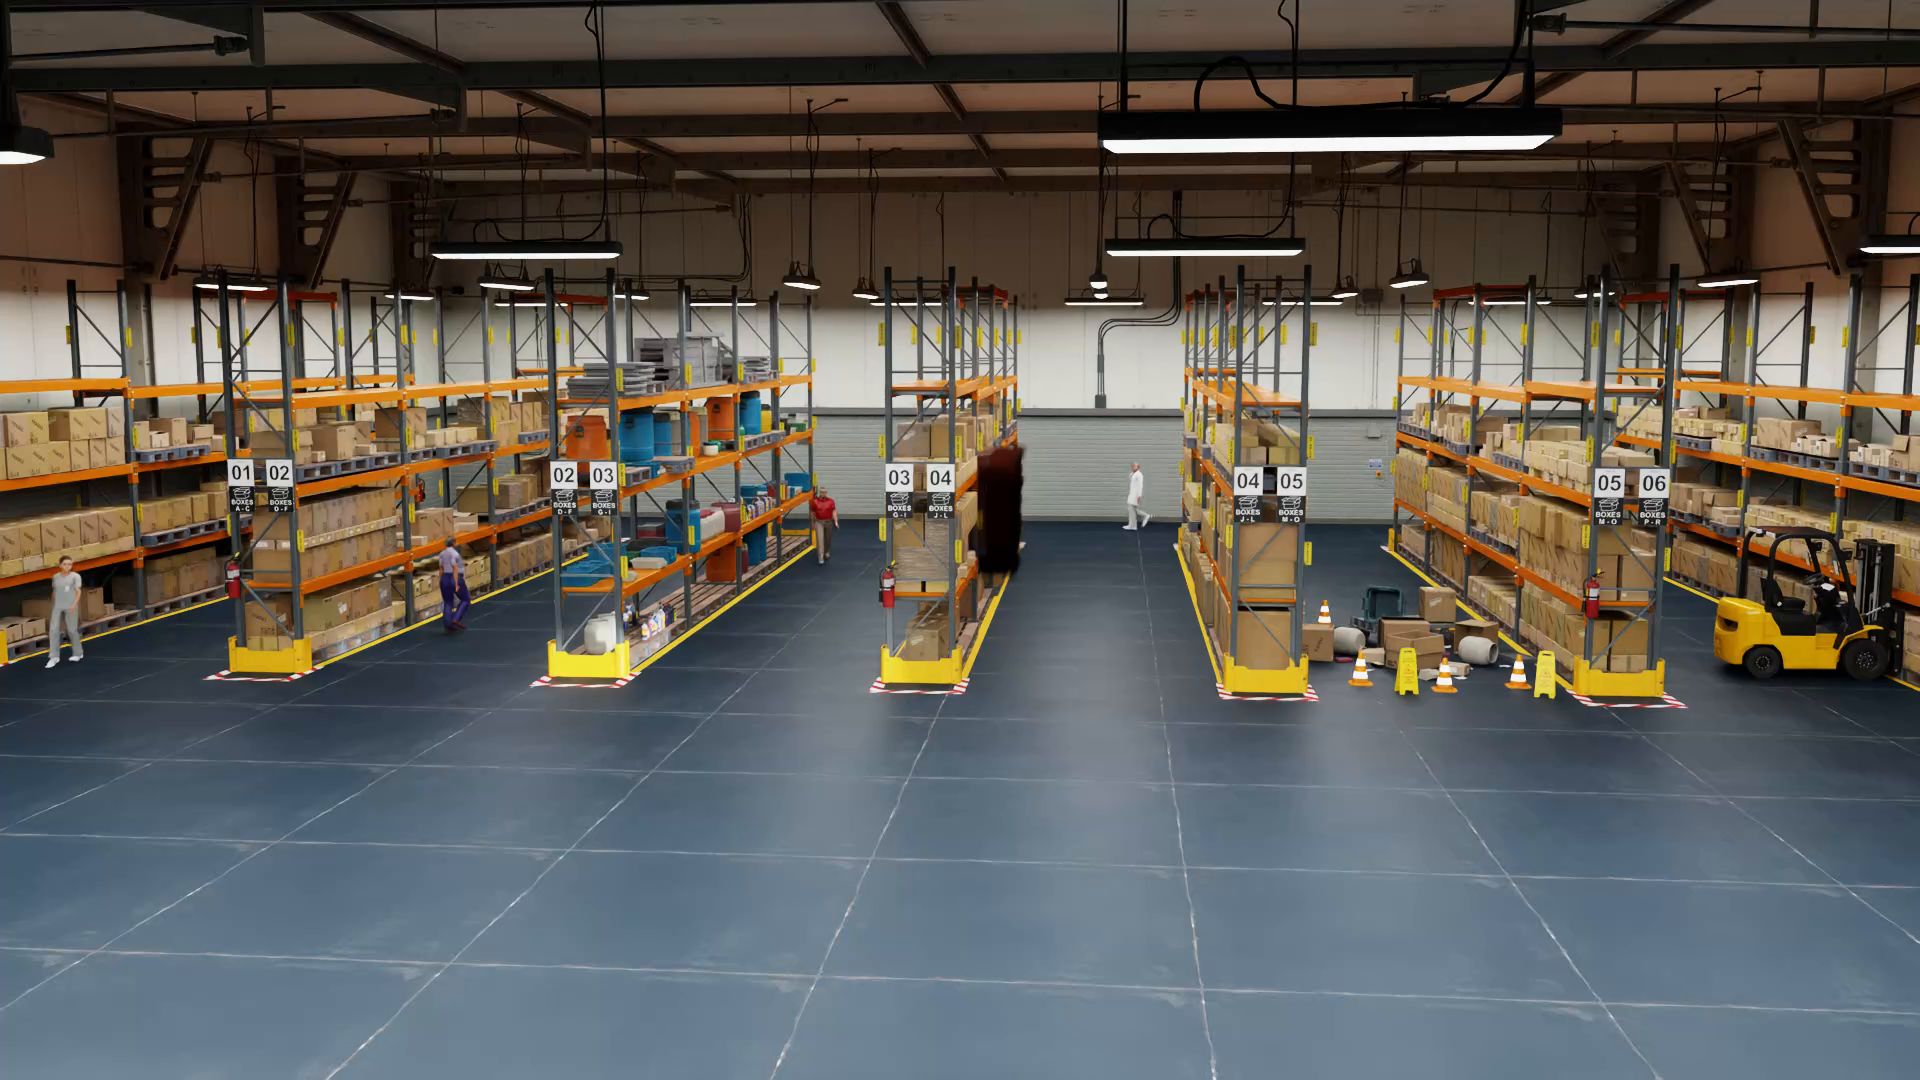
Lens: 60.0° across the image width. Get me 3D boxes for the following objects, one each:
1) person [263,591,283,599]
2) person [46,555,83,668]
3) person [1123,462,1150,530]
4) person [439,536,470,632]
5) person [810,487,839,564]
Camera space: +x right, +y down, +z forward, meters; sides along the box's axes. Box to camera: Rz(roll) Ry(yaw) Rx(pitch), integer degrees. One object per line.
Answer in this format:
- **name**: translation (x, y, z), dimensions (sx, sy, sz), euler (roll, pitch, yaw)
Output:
- **person**: translation (-12.932, 0.366, 31.381), dimensions (0.568, 1.722, 0.752), euler (-1, 7, -5)
- **person**: translation (-13.804, 1.087, 25.590), dimensions (0.465, 1.663, 0.740), euler (-1, 7, -9)
- **person**: translation (4.615, -1.162, 43.378), dimensions (0.736, 1.764, 0.579), euler (0, 7, -2)
- **person**: translation (-8.655, 0.758, 28.324), dimensions (0.546, 1.622, 0.464), euler (2, 7, 14)
- **person**: translation (-3.026, -0.353, 37.095), dimensions (0.591, 1.674, 1.069), euler (-1, 7, -12)
